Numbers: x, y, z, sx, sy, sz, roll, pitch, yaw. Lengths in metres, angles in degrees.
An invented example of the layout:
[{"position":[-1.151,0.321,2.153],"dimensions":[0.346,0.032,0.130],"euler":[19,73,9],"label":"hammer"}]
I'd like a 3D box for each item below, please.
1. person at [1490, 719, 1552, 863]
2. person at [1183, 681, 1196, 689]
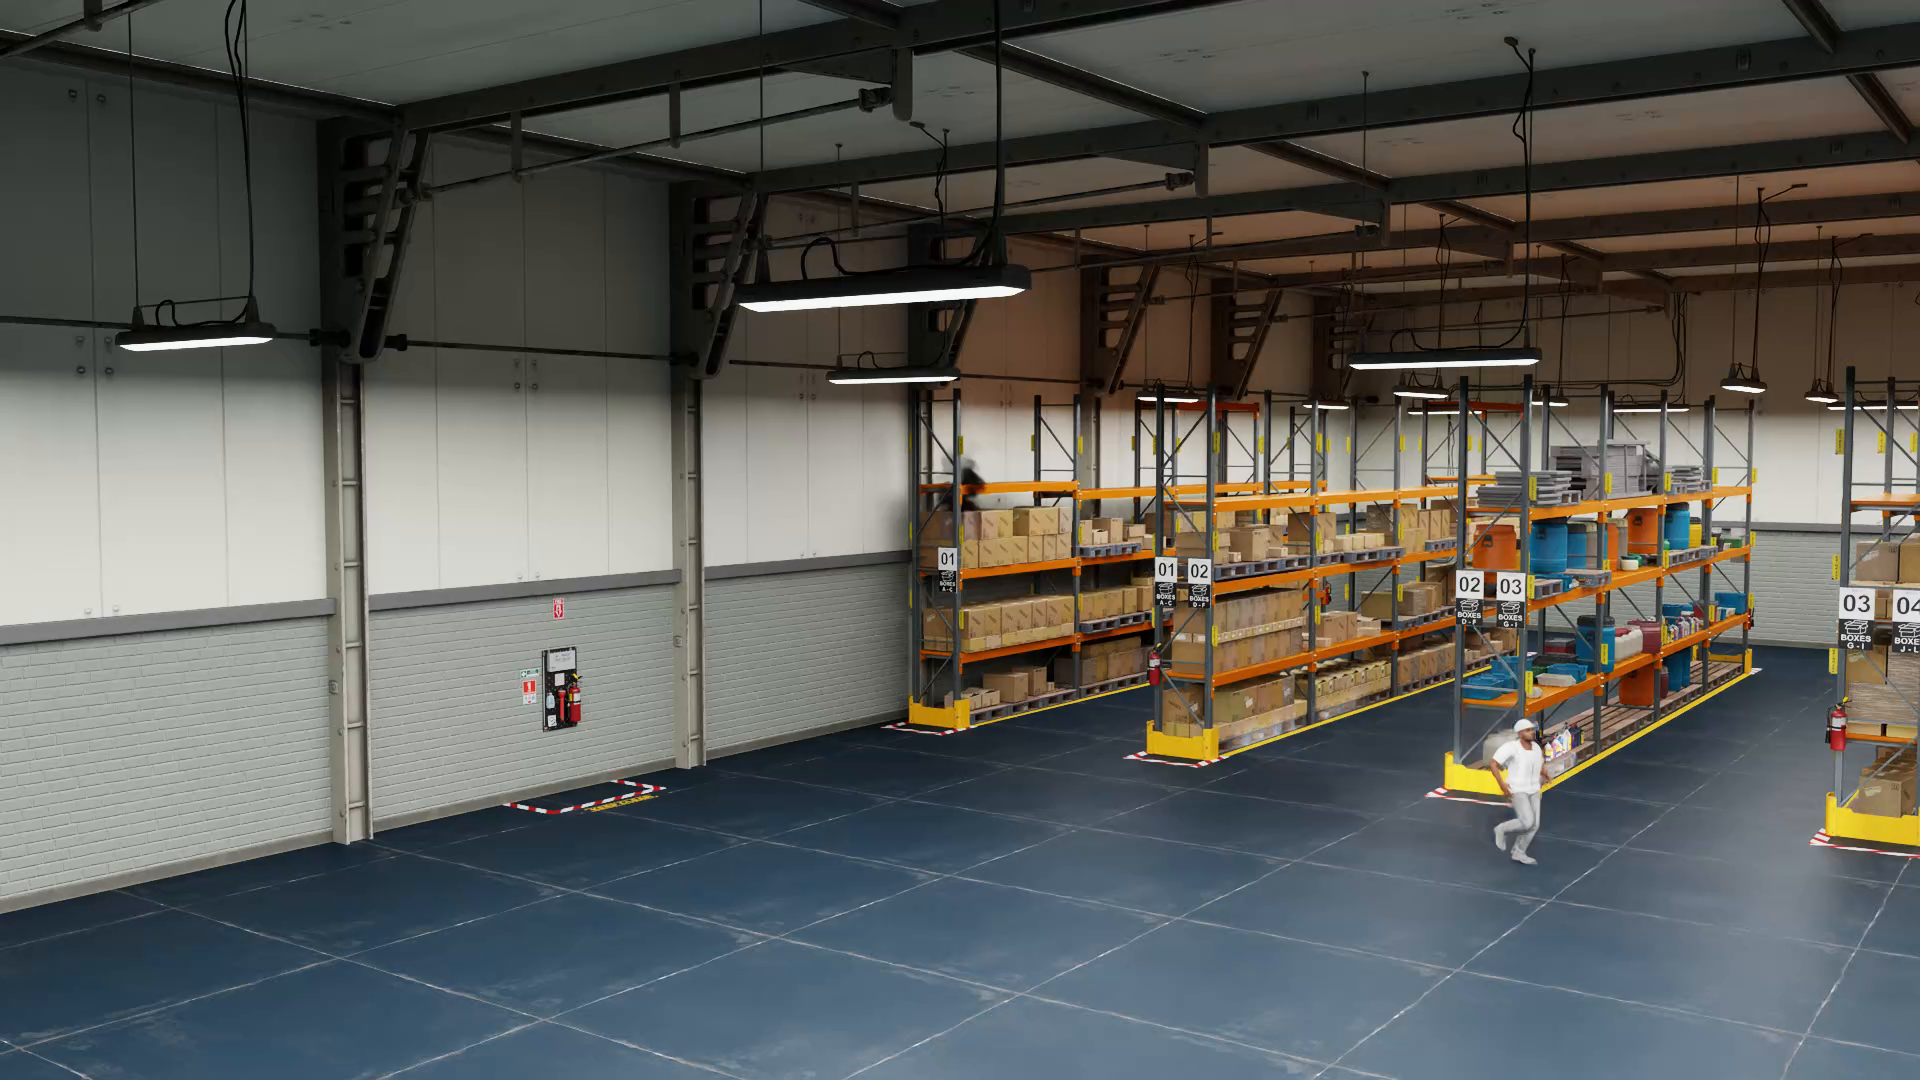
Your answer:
[{"position":[6.747,3.007,19.928],"dimensions":[0.730,1.727,0.594],"euler":[-1,4,-25],"label":"person"},{"position":[4.351,2.375,30.659],"dimensions":[0.670,1.750,0.796],"euler":[2,4,27],"label":"person"}]
